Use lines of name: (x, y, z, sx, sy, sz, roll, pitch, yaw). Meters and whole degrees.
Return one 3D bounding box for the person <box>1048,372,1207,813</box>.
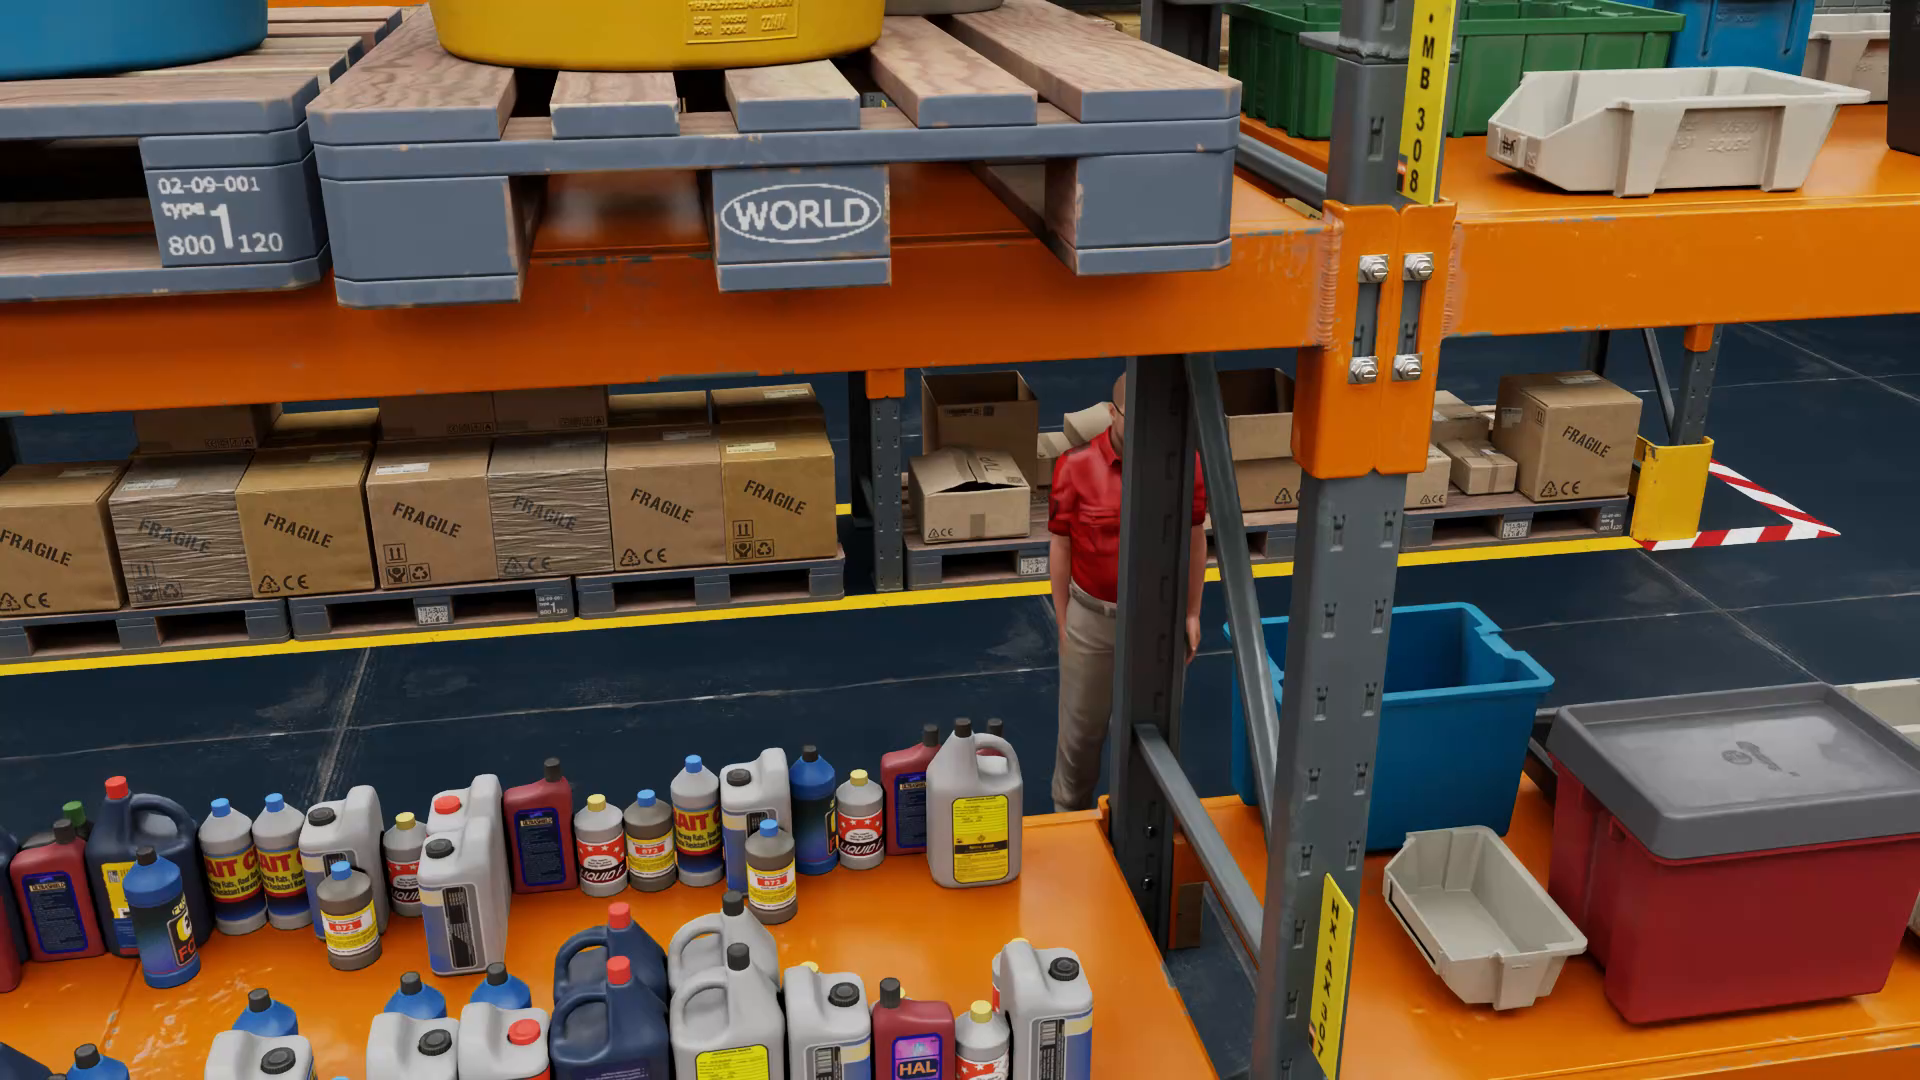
person: (0.557, 0.278, 5.483, 0.529, 1.721, 0.360, -4, 23, -9)
